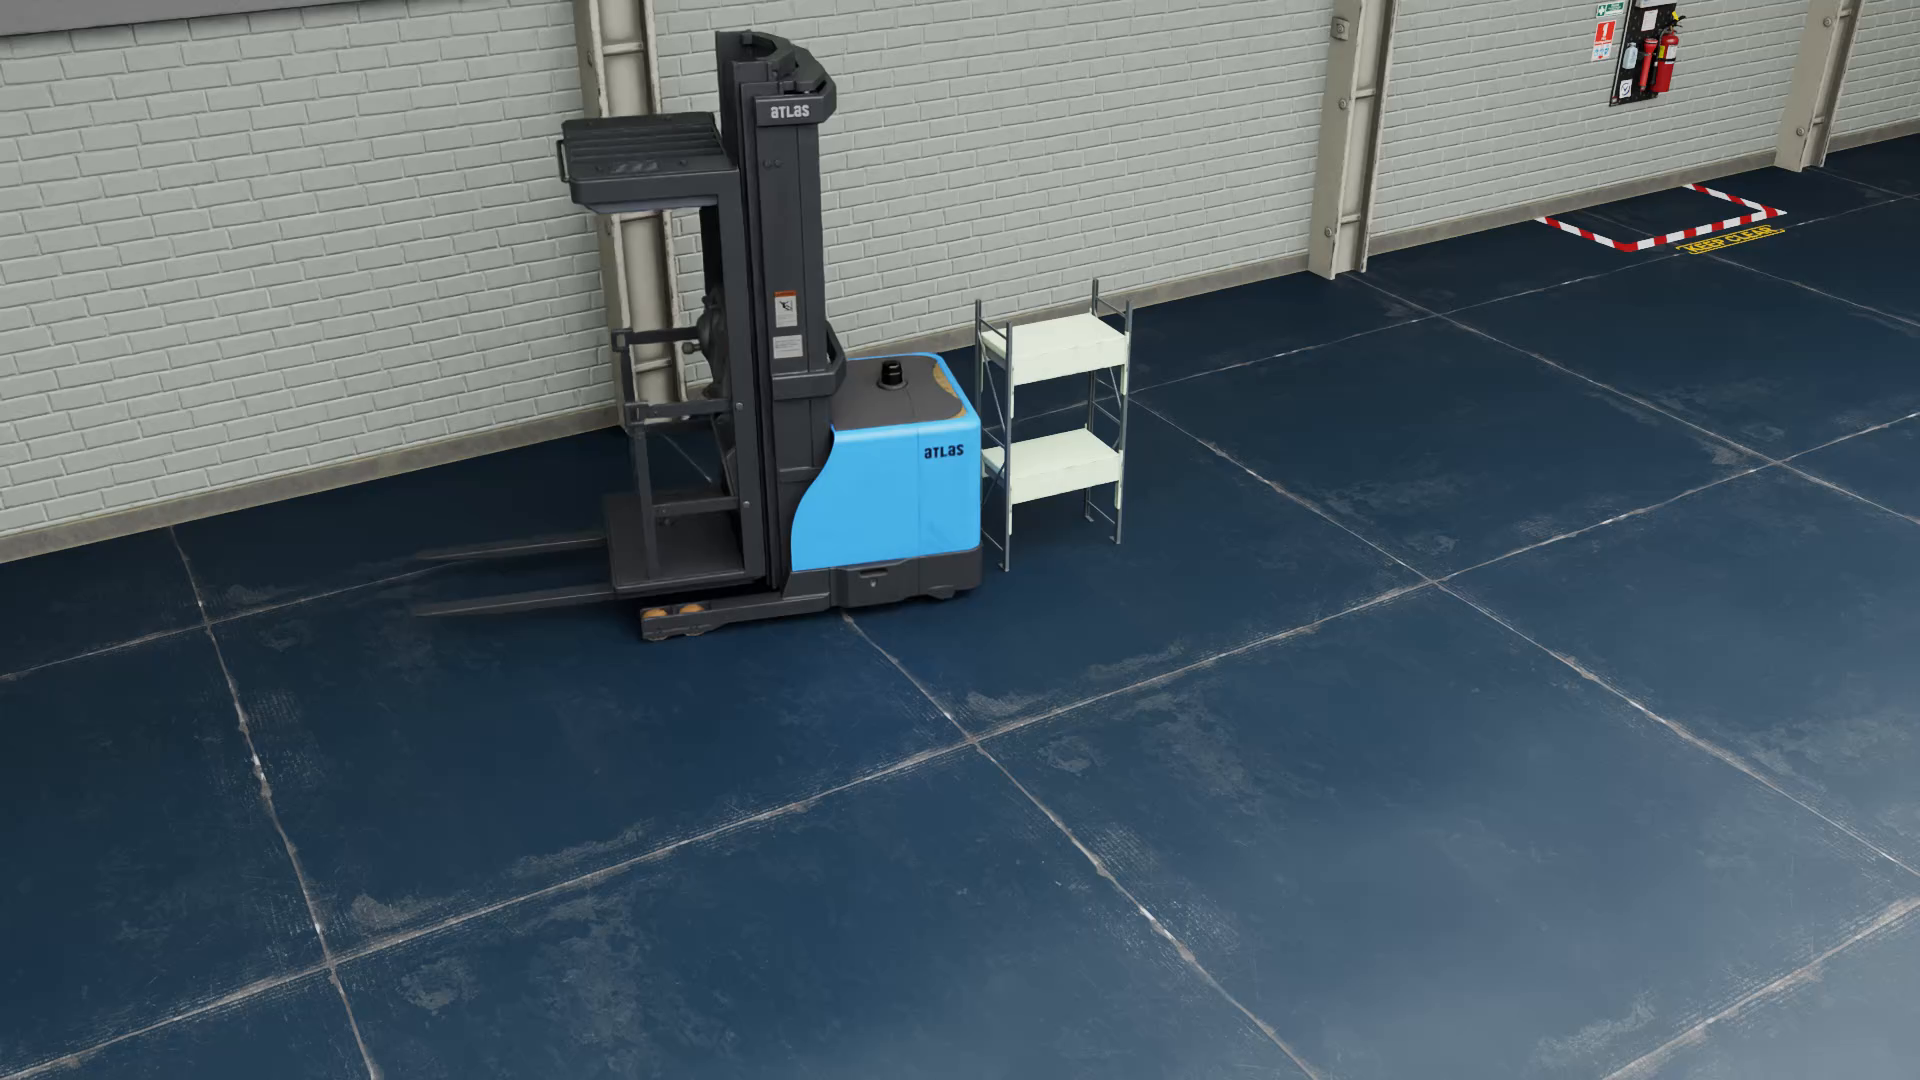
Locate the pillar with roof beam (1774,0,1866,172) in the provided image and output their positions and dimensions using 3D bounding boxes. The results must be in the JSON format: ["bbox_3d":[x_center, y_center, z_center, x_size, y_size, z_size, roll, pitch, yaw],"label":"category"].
[{"bbox_3d":[10.474,-5.858,11.051,0.400,9.000,9.100,-16,33,-26],"label":"pillar with roof beam"}]

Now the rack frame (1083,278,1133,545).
[{"bbox_3d":[0.838,-0.719,9.500,0.023,1.500,0.400,-13,32,-23],"label":"rack frame"}]

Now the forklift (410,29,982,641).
[{"bbox_3d":[-1.452,-1.031,8.585,3.031,2.935,1.130,-7,30,-12],"label":"forklift"}]

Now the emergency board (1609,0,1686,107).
[{"bbox_3d":[6.143,-4.436,14.683,0.643,1.169,0.194,-16,33,-26],"label":"emergency board"}]

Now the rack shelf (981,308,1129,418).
[{"bbox_3d":[0.509,-0.983,9.171,0.720,0.370,0.431,-13,32,-23],"label":"rack shelf"}]

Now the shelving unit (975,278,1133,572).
[{"bbox_3d":[0.509,-0.641,9.359,0.755,1.500,0.431,-13,32,-23],"label":"shelving unit"}]

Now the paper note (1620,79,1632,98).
[{"bbox_3d":[5.956,-4.035,14.869,0.142,0.148,0.016,-16,33,-26],"label":"paper note"}]

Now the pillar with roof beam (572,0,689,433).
[{"bbox_3d":[0.128,-2.920,5.728,0.400,9.000,9.100,-16,33,-26],"label":"pillar with roof beam"}]

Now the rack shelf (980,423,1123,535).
[{"bbox_3d":[0.509,-0.356,9.517,0.720,0.370,0.431,-13,32,-23],"label":"rack shelf"}]

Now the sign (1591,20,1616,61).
[{"bbox_3d":[5.614,-4.359,14.507,0.234,0.329,0.001,-16,33,-26],"label":"sign"}]

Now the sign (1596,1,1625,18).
[{"bbox_3d":[5.623,-4.588,14.374,0.331,0.109,0.001,-16,33,-26],"label":"sign"}]

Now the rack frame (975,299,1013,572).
[{"bbox_3d":[0.180,-0.564,9.219,0.023,1.500,0.400,-13,32,-23],"label":"rack frame"}]

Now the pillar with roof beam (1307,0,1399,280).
[{"bbox_3d":[5.301,-4.389,8.390,0.400,9.000,9.100,-16,33,-26],"label":"pillar with roof beam"}]
